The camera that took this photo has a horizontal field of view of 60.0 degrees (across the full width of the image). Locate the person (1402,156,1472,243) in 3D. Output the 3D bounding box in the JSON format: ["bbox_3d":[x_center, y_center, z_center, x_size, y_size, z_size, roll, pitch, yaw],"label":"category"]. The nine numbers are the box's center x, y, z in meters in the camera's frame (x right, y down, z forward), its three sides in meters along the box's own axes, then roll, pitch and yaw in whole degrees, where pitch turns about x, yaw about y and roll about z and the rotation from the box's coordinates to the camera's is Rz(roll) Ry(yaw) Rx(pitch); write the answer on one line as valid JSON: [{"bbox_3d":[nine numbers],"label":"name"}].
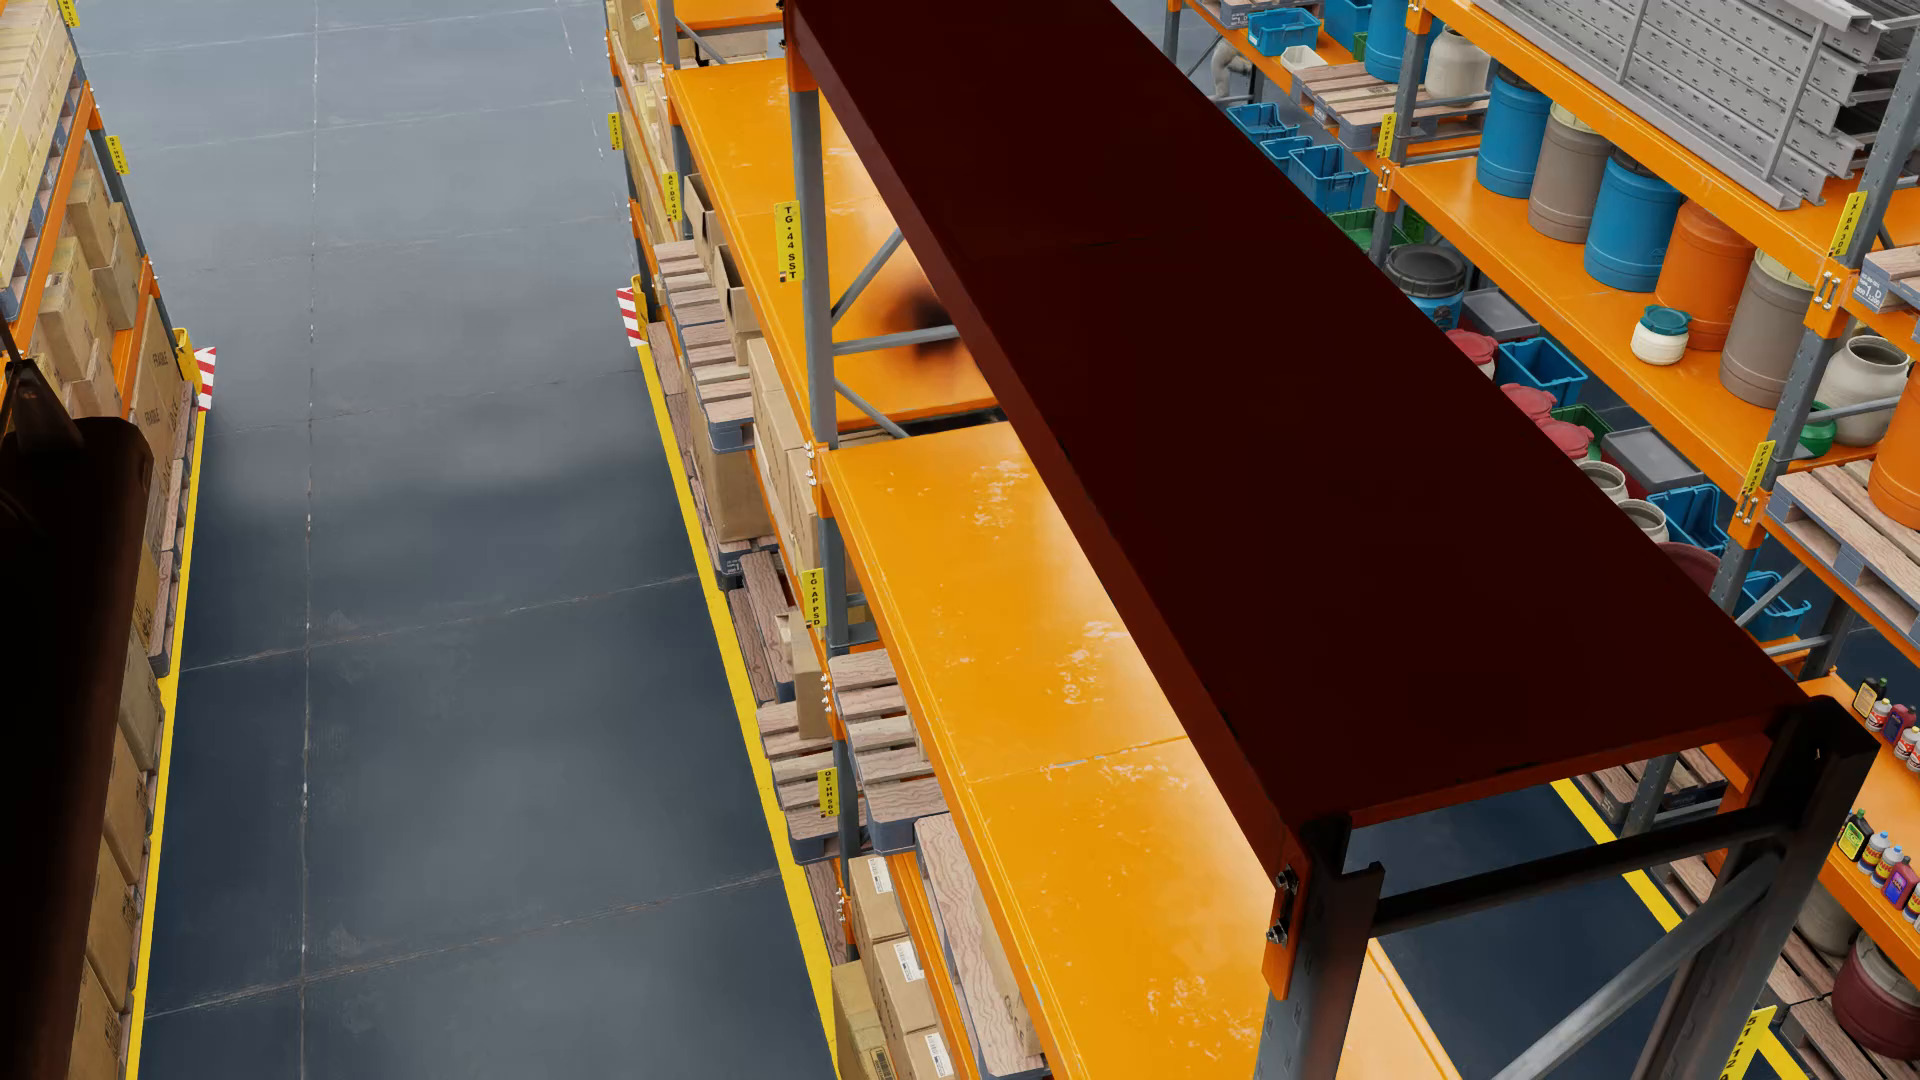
[{"bbox_3d":[4.249,-3.063,15.217,0.655,1.816,0.909,-16,41,-19],"label":"person"}]

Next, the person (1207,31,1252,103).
[{"bbox_3d":[3.131,-5.701,18.639,0.656,1.754,0.684,4,39,5],"label":"person"}]
